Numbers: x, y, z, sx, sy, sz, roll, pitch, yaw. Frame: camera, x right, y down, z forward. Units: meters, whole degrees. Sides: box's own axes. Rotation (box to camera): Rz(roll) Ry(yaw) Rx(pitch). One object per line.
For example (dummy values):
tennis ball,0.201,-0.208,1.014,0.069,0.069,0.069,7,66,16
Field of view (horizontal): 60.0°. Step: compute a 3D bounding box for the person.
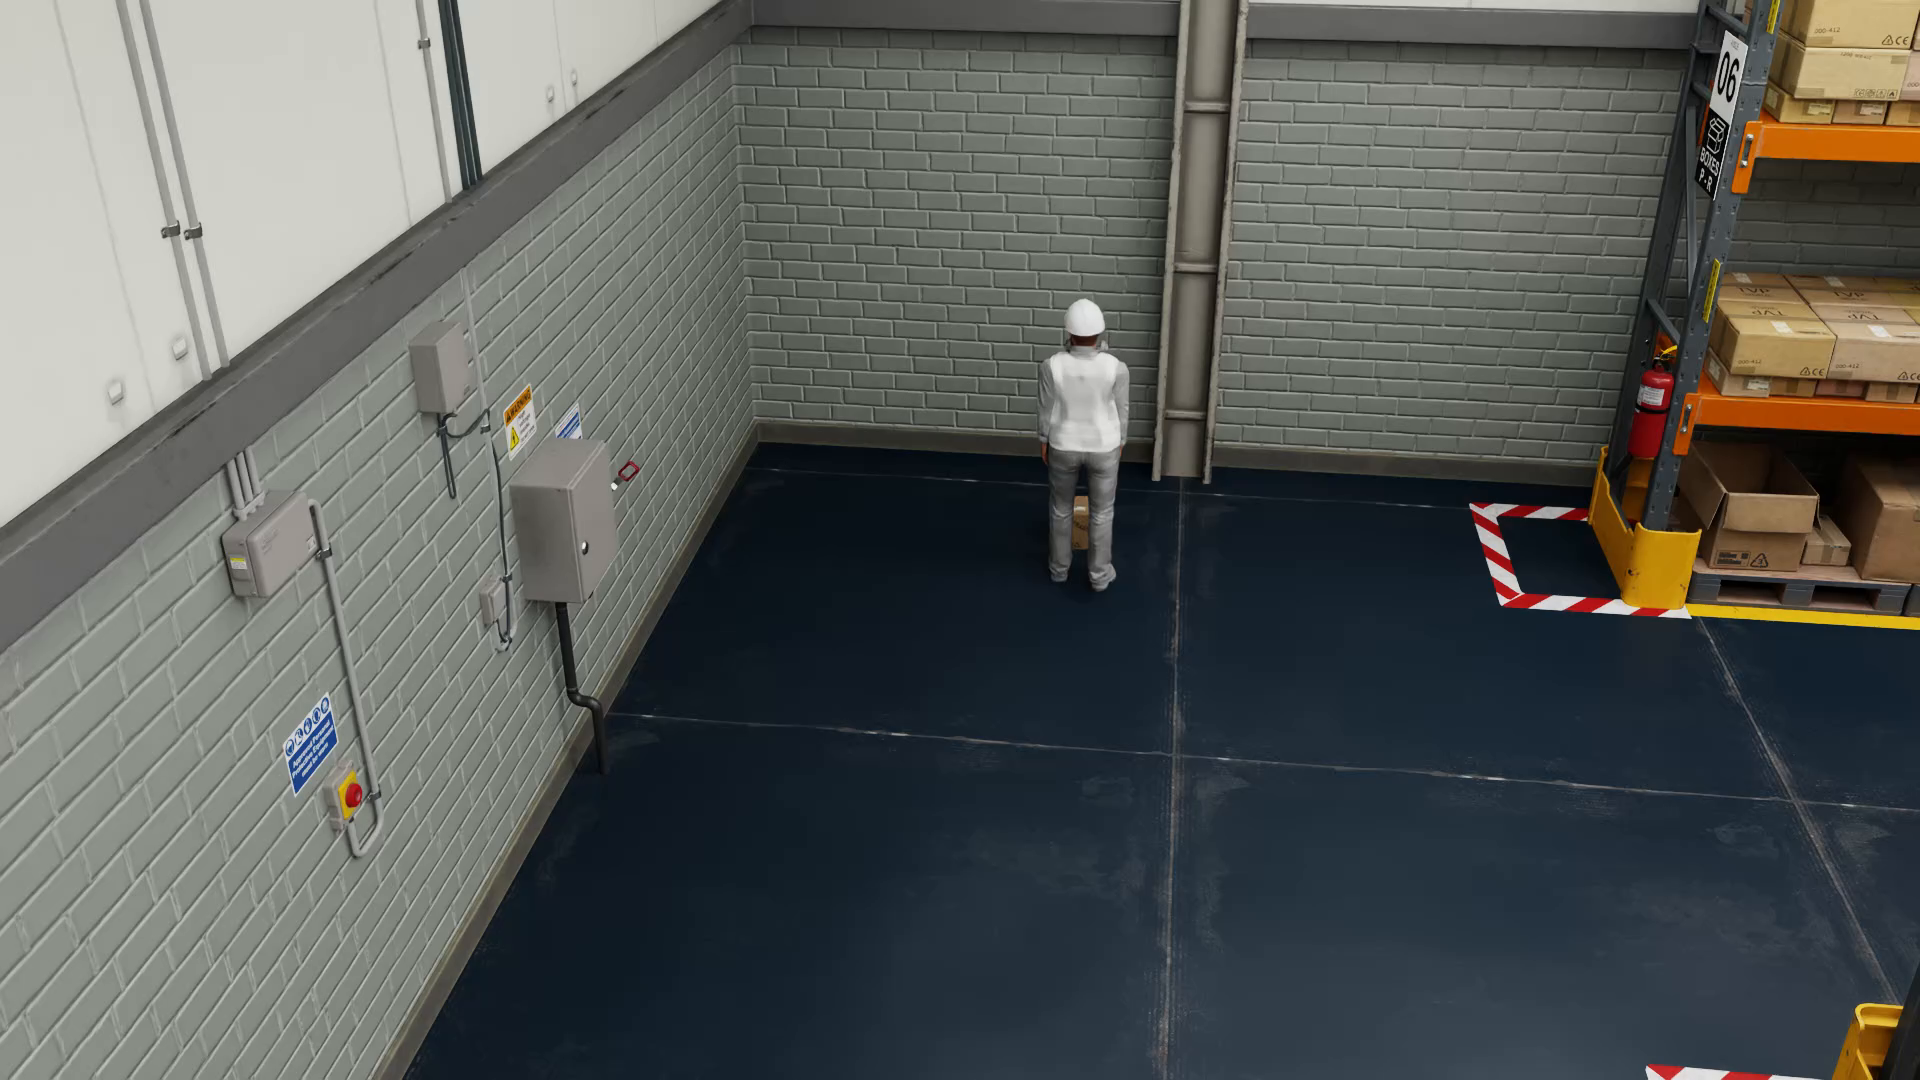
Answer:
person,0.704,-0.556,9.646,0.533,1.774,0.382,4,28,8
